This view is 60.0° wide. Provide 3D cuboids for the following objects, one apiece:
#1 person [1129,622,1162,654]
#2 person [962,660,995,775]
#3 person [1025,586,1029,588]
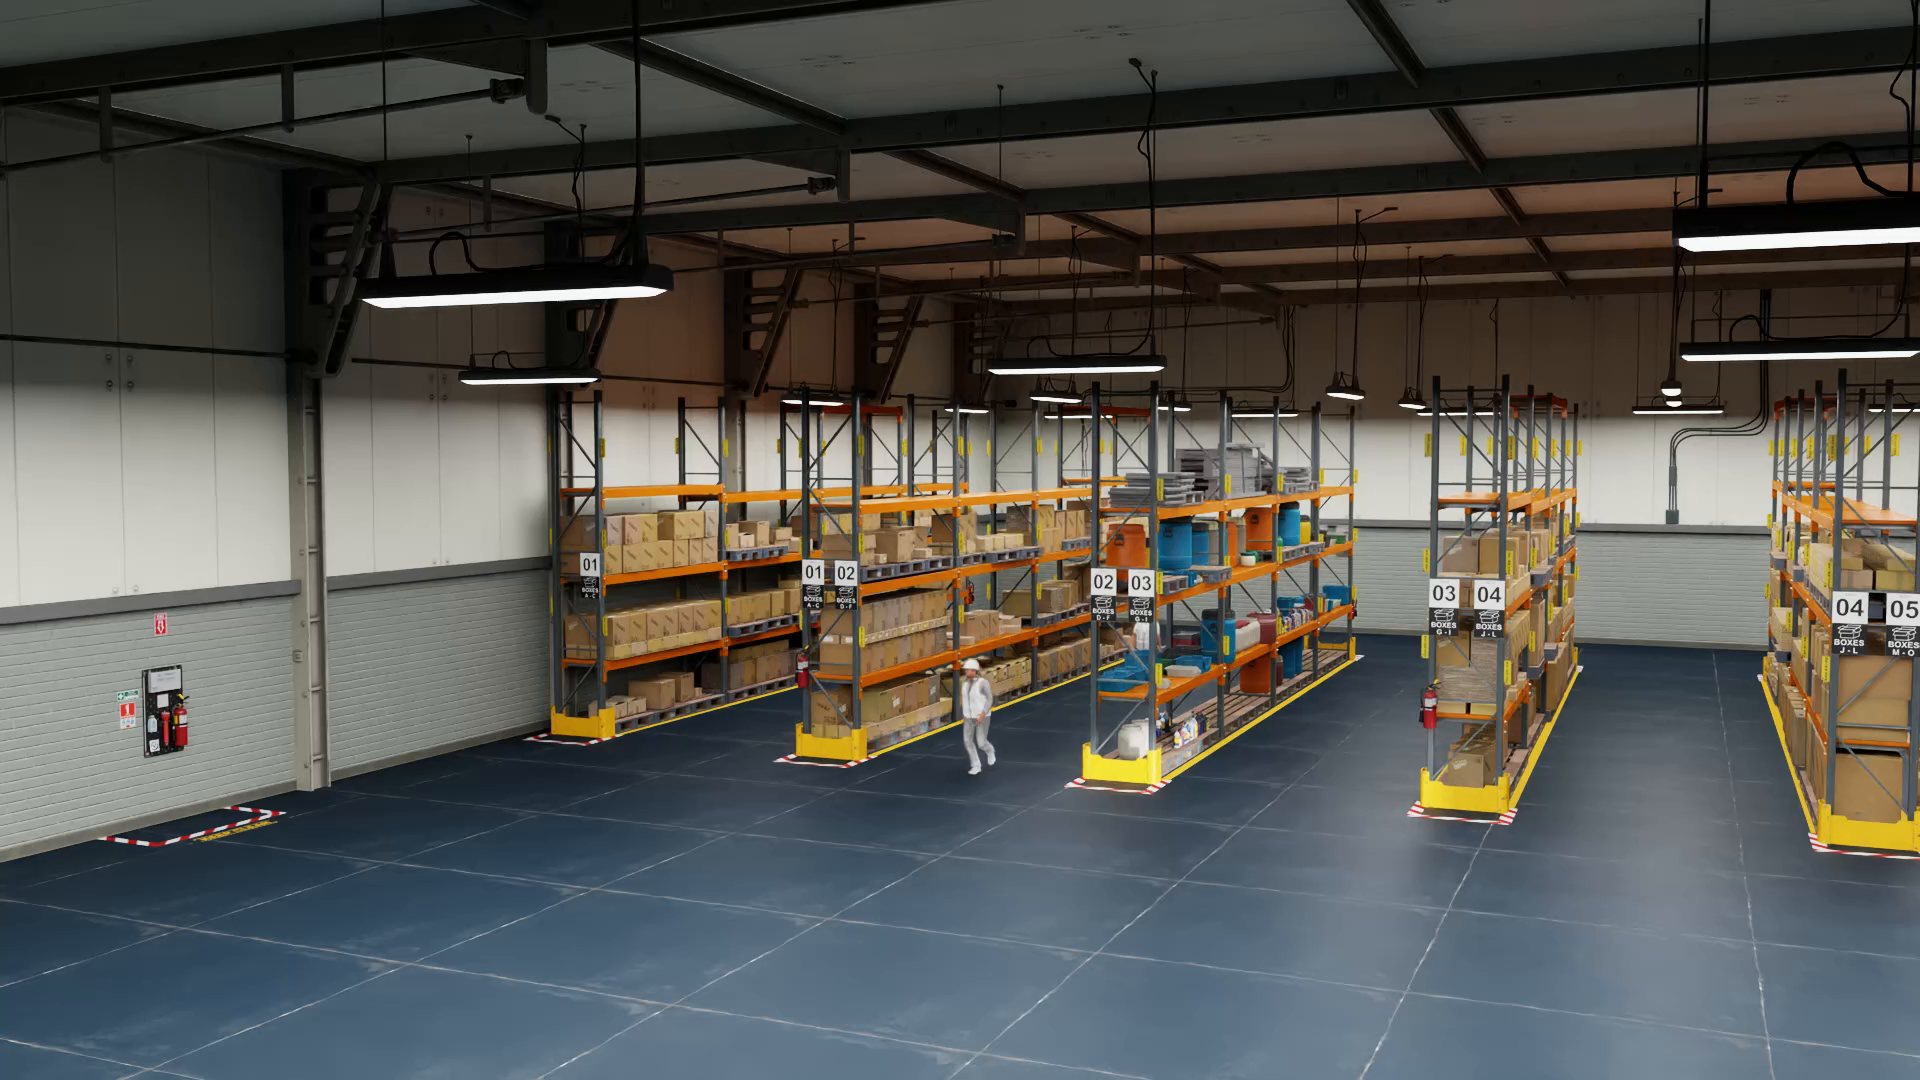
[{"bbox_3d":[3.843,2.231,34.409,0.610,1.715,1.099,1,3,21],"label":"person"},{"bbox_3d":[0.275,2.716,25.709,0.596,1.750,0.622,2,4,33],"label":"person"},{"bbox_3d":[1.663,1.933,40.299,0.470,1.627,1.028,1,3,25],"label":"person"}]
